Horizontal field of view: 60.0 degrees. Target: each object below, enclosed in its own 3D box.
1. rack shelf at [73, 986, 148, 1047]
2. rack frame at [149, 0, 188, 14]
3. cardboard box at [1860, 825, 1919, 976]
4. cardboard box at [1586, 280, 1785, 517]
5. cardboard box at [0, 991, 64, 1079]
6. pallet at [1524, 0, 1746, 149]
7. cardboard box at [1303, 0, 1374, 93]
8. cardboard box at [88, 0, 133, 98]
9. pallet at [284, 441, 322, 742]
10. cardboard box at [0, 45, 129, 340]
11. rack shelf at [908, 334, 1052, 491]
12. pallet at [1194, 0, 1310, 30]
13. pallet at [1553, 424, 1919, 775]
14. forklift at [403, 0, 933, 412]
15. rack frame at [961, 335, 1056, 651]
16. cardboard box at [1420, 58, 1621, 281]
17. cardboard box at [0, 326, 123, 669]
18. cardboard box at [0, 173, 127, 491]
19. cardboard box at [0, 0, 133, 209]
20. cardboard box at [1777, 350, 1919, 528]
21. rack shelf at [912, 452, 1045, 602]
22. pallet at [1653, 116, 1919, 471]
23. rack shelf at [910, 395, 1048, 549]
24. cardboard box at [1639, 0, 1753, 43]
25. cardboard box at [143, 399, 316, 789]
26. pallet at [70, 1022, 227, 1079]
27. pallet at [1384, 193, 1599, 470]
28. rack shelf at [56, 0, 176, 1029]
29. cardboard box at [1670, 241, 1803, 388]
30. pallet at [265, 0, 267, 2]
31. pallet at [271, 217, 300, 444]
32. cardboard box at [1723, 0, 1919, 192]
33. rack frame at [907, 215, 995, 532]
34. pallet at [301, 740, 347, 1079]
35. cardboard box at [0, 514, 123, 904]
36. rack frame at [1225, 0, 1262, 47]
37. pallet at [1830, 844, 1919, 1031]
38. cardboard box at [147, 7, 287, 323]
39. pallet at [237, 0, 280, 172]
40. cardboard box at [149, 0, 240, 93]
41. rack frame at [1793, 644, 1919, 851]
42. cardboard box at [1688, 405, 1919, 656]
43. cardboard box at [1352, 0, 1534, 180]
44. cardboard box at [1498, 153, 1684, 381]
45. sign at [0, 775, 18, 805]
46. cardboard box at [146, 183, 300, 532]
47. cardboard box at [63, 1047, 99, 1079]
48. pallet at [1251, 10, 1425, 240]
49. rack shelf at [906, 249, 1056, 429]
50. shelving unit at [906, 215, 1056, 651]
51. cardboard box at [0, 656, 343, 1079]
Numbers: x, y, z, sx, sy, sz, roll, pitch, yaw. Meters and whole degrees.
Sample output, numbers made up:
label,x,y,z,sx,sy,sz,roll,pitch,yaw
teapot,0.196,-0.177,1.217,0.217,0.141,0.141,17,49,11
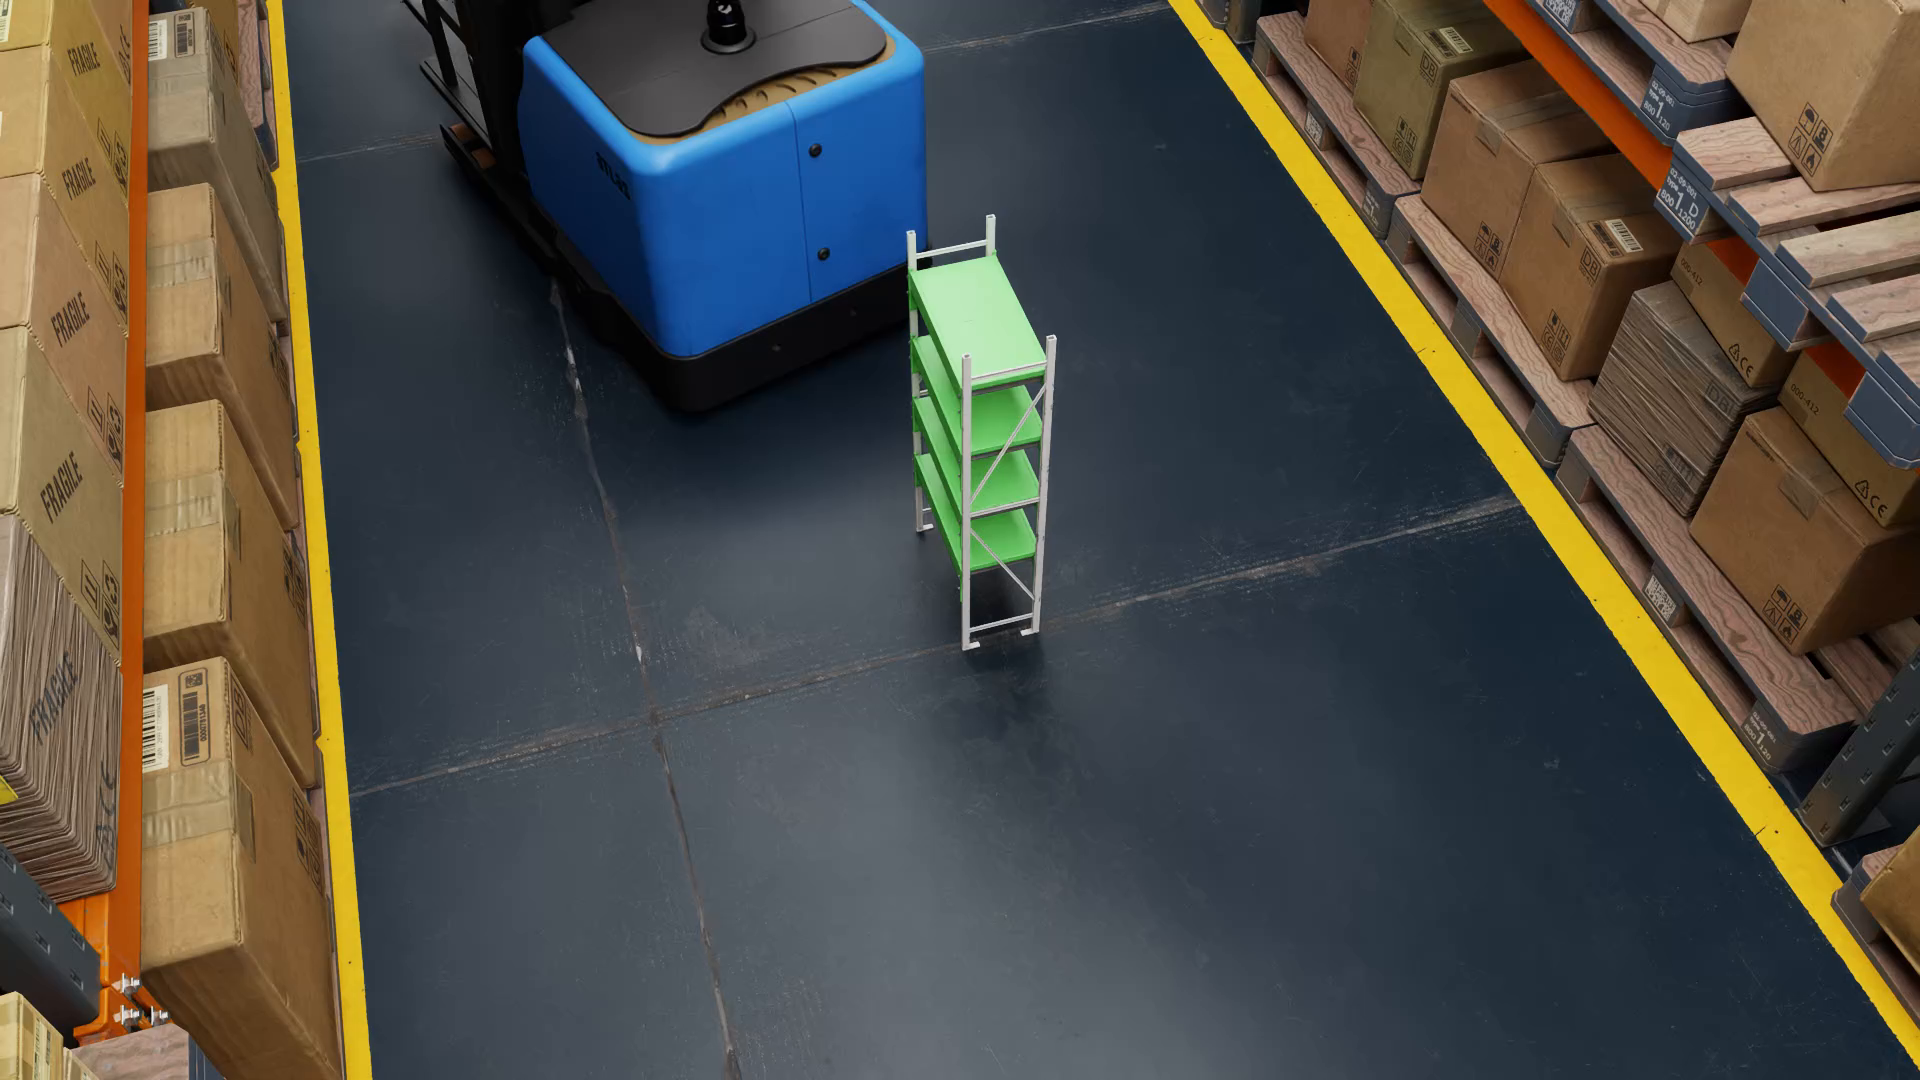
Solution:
label,x,y,z,sx,sy,sz,roll,pitch,yaw
rack shelf,-1.370,2.461,1.684,1.077,0.370,4.000,-13,51,-11
rack frame,-3.145,-2.153,5.103,1.000,3.000,0.127,-13,51,-11
cardboard box,2.990,0.779,3.746,1.225,0.875,0.875,-15,52,-13
cardboard box,2.413,-0.502,5.059,0.700,0.500,0.500,-17,52,-14
cardboard box,-1.379,0.777,2.134,0.380,0.149,0.250,-15,52,-12
pallet,2.182,-1.654,4.808,1.003,0.211,1.213,-13,51,-11
cardboard box,1.784,-2.083,6.392,0.700,0.500,0.500,-17,52,-14
cardboard box,-2.586,-1.495,4.483,0.500,0.500,0.500,-14,51,-11
pallet,-2.480,0.185,4.956,1.003,0.211,1.213,-13,51,-11
cardboard box,-2.284,-0.756,3.860,0.500,0.500,0.500,-14,51,-11
rack shelf,0.049,-0.379,4.555,0.258,0.148,0.480,-13,51,-11
pallet,1.391,-2.784,7.459,1.003,0.211,1.213,-13,51,-11
pallet,2.576,0.049,5.071,1.003,0.211,1.213,-13,51,-11
forklift,-1.345,-2.470,5.415,1.130,2.935,3.031,-28,55,-22
rack frame,0.121,-0.088,4.539,0.240,1.200,0.015,-13,51,-11
cardboard box,2.073,-1.322,5.750,0.700,0.500,0.500,-17,52,-14
cardboard box,-1.990,-0.023,3.242,0.500,0.500,0.500,-14,51,-11
cardboard box,-2.139,-0.392,3.553,0.500,0.500,0.500,-13,51,-11
cardboard box,-2.436,-1.126,4.172,0.500,0.500,0.500,-13,51,-11
cardboard box,2.579,-0.339,4.431,0.500,0.250,0.500,-11,51,-9
rack shelf,0.049,-0.070,4.922,0.258,0.148,0.480,-13,51,-11
pallet,2.494,-0.714,4.015,1.213,0.211,1.003,-13,51,-11
rack shelf,0.049,-0.225,4.738,0.258,0.148,0.480,-13,51,-11
cardboard box,2.055,-1.528,4.389,0.396,0.266,0.258,-15,51,-12
cardboard box,-2.318,0.255,4.270,1.050,0.750,0.750,-13,51,-10
pallet,-1.649,1.327,2.295,1.213,0.211,1.003,-13,51,-11
pallet,2.219,-0.841,5.821,1.003,0.211,1.213,-13,51,-11
rack shelf,-2.553,-0.460,4.147,1.077,0.370,4.000,-13,51,-11
cardboard box,2.413,-0.725,4.756,0.500,0.250,0.500,-8,50,-7
pallet,-3.659,-2.720,7.405,1.003,0.211,1.213,-13,51,-11
pallet,-2.845,-0.708,5.708,1.003,0.211,1.213,-13,51,-11
cardboard box,2.348,-1.217,3.974,0.700,0.500,0.500,-7,50,-6
rack frame,-0.023,-0.444,4.840,0.240,1.200,0.015,-13,51,-11
pallet,-2.123,1.074,4.206,1.003,0.211,1.213,-13,51,-11
cardboard box,-1.837,0.347,2.930,0.500,0.500,0.500,-13,51,-11
rack frame,1.623,-3.201,5.986,1.000,3.000,0.127,-13,51,-11
pallet,2.967,1.213,4.090,1.003,0.211,1.213,-13,51,-11
cardboard box,-2.875,-1.130,5.438,1.050,0.750,0.750,-14,51,-11
pallet,-3.295,-1.827,6.652,1.003,0.211,1.213,-13,51,-11
cardboard box,-3.264,-2.079,6.155,0.875,0.875,0.875,-13,51,-10
rack frame,2.806,-0.279,3.523,1.000,3.000,0.127,-13,51,-11
cardboard box,2.589,-0.100,4.720,0.700,0.500,0.500,-16,52,-13
cardboard box,1.907,-1.731,6.094,0.700,0.500,0.500,-14,51,-11
cardboard box,2.238,-0.915,5.406,0.700,0.500,0.500,-9,51,-8
sign,-1.446,0.291,2.337,0.100,0.325,0.005,-13,51,-11
cardboard box,-2.594,-0.425,4.843,1.050,0.750,0.750,-13,51,-11
cardboard box,-1.381,0.876,2.245,0.380,0.149,0.250,-12,51,-10
pallet,1.855,-1.733,6.573,1.003,0.211,1.213,-13,51,-11
rack shelf,0.049,-0.534,4.371,0.258,0.148,0.480,-13,51,-11
shelving unit,0.049,-0.266,4.689,0.258,1.200,0.503,-13,51,-11
cardboard box,-2.056,0.893,3.732,1.050,0.750,0.750,-14,51,-11
